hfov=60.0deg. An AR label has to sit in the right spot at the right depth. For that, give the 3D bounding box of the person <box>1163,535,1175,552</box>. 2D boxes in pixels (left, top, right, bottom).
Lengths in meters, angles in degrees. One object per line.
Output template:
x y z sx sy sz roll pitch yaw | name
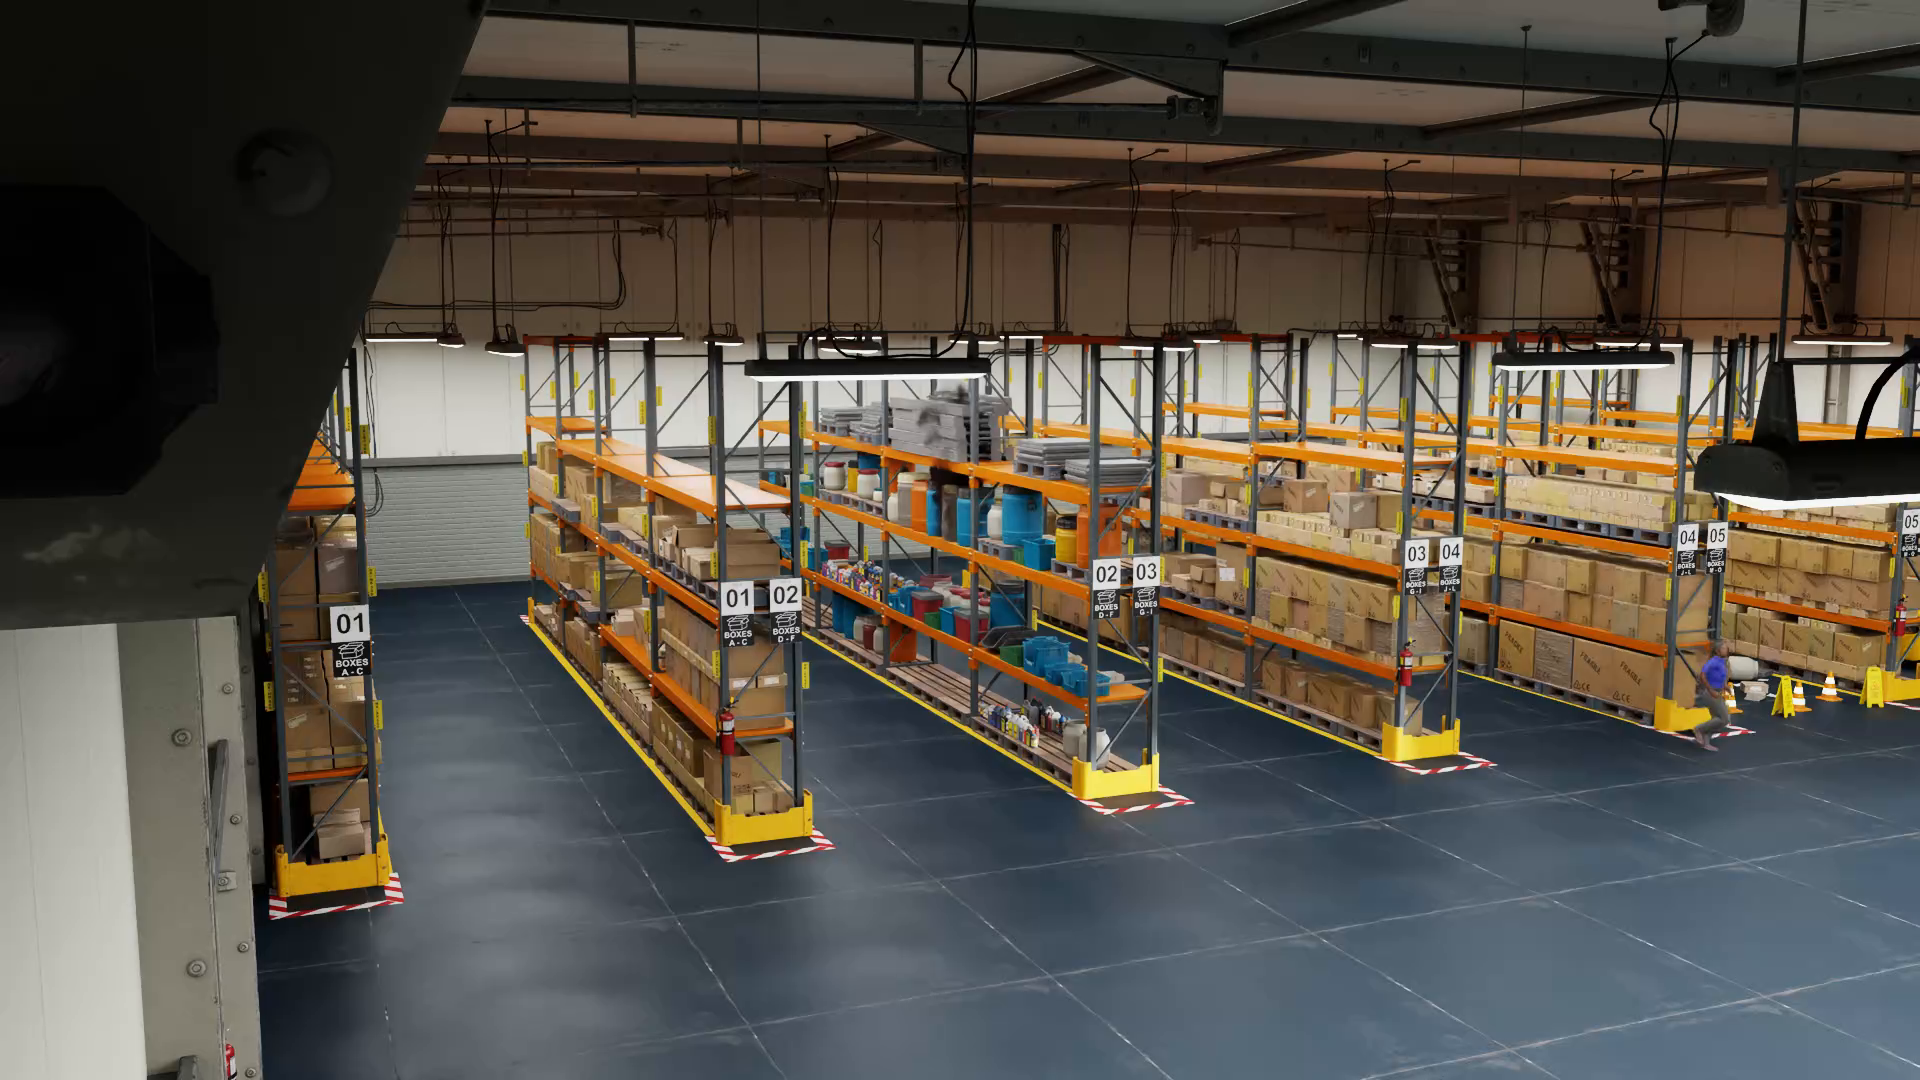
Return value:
5.186 -0.011 41.826 0.510 1.588 0.751 -1 8 -5 | person

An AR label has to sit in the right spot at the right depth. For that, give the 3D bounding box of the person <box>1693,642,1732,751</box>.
11.088 2.302 24.448 0.508 1.632 0.590 5 9 34 | person
